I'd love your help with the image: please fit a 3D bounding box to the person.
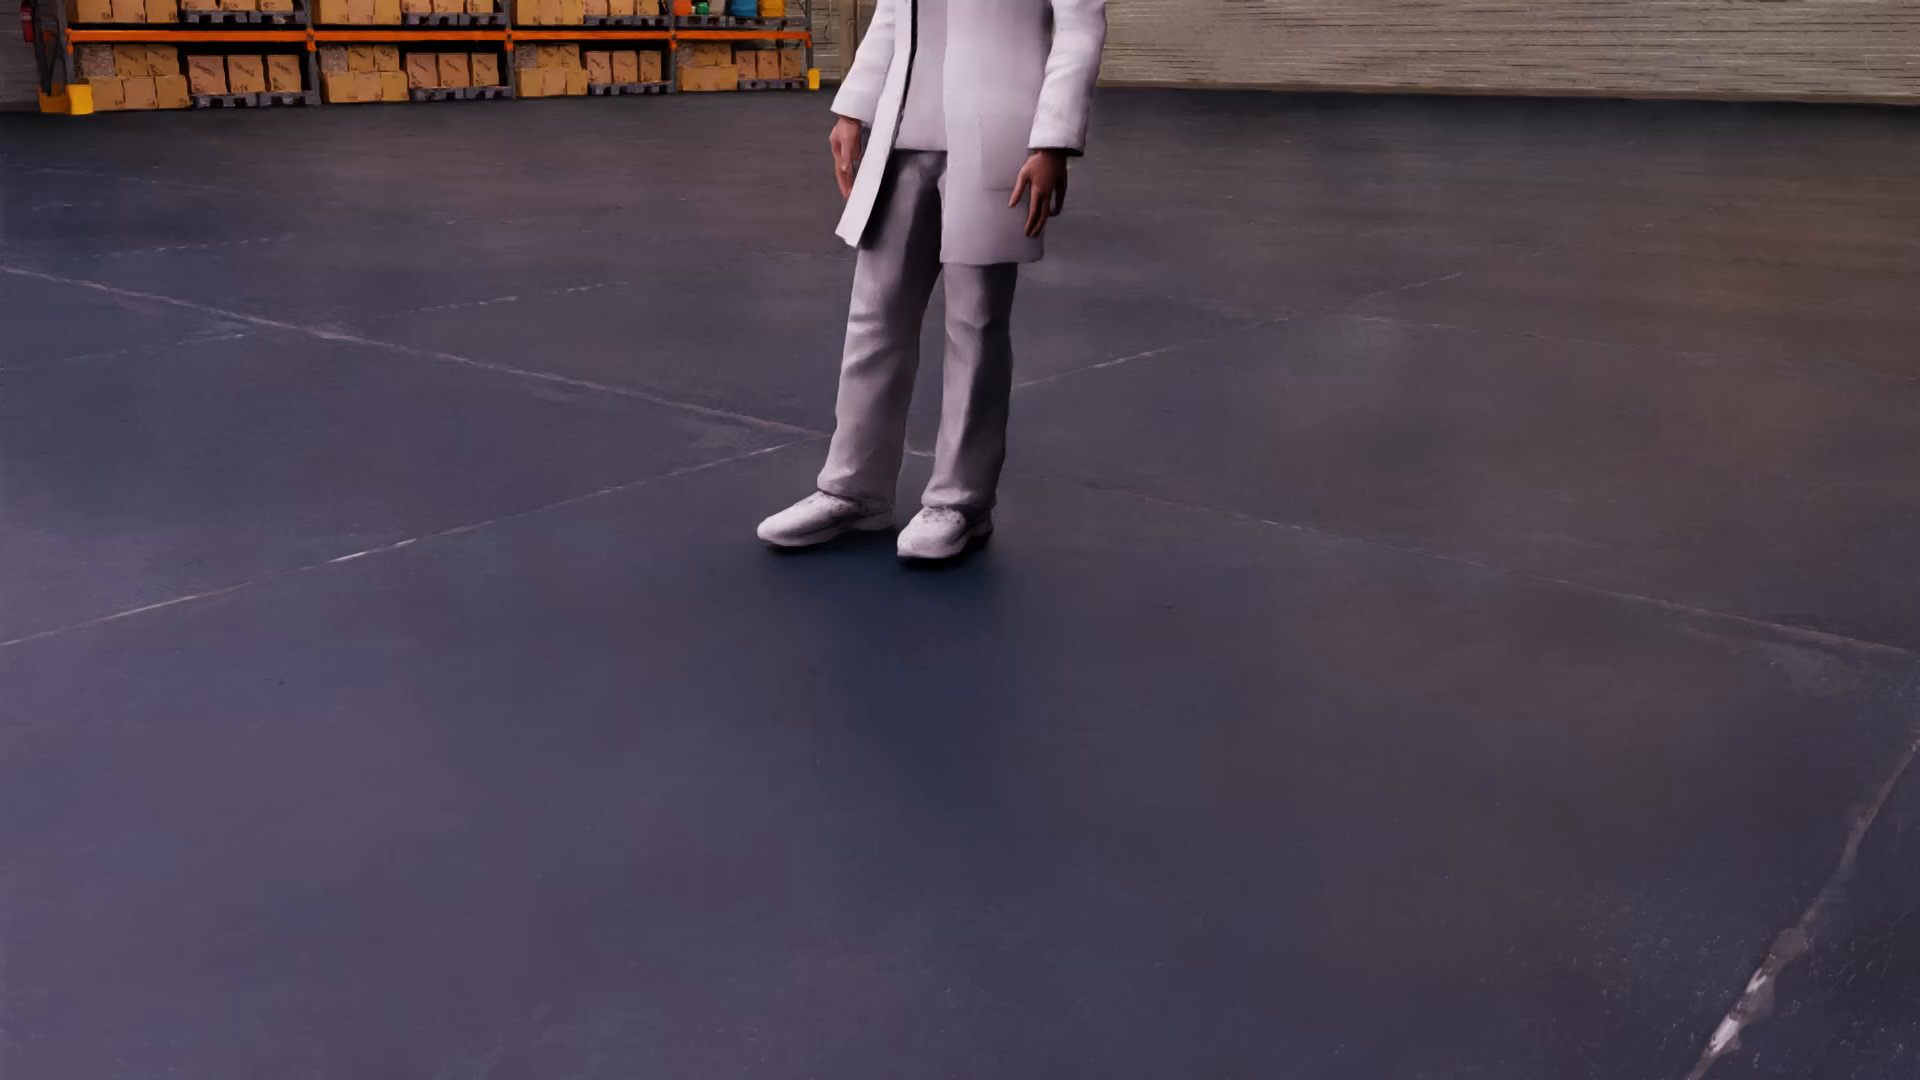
[{"bbox_3d":[-0.061,-0.838,3.617,0.694,1.776,0.579,13,21,37],"label":"person"}]
